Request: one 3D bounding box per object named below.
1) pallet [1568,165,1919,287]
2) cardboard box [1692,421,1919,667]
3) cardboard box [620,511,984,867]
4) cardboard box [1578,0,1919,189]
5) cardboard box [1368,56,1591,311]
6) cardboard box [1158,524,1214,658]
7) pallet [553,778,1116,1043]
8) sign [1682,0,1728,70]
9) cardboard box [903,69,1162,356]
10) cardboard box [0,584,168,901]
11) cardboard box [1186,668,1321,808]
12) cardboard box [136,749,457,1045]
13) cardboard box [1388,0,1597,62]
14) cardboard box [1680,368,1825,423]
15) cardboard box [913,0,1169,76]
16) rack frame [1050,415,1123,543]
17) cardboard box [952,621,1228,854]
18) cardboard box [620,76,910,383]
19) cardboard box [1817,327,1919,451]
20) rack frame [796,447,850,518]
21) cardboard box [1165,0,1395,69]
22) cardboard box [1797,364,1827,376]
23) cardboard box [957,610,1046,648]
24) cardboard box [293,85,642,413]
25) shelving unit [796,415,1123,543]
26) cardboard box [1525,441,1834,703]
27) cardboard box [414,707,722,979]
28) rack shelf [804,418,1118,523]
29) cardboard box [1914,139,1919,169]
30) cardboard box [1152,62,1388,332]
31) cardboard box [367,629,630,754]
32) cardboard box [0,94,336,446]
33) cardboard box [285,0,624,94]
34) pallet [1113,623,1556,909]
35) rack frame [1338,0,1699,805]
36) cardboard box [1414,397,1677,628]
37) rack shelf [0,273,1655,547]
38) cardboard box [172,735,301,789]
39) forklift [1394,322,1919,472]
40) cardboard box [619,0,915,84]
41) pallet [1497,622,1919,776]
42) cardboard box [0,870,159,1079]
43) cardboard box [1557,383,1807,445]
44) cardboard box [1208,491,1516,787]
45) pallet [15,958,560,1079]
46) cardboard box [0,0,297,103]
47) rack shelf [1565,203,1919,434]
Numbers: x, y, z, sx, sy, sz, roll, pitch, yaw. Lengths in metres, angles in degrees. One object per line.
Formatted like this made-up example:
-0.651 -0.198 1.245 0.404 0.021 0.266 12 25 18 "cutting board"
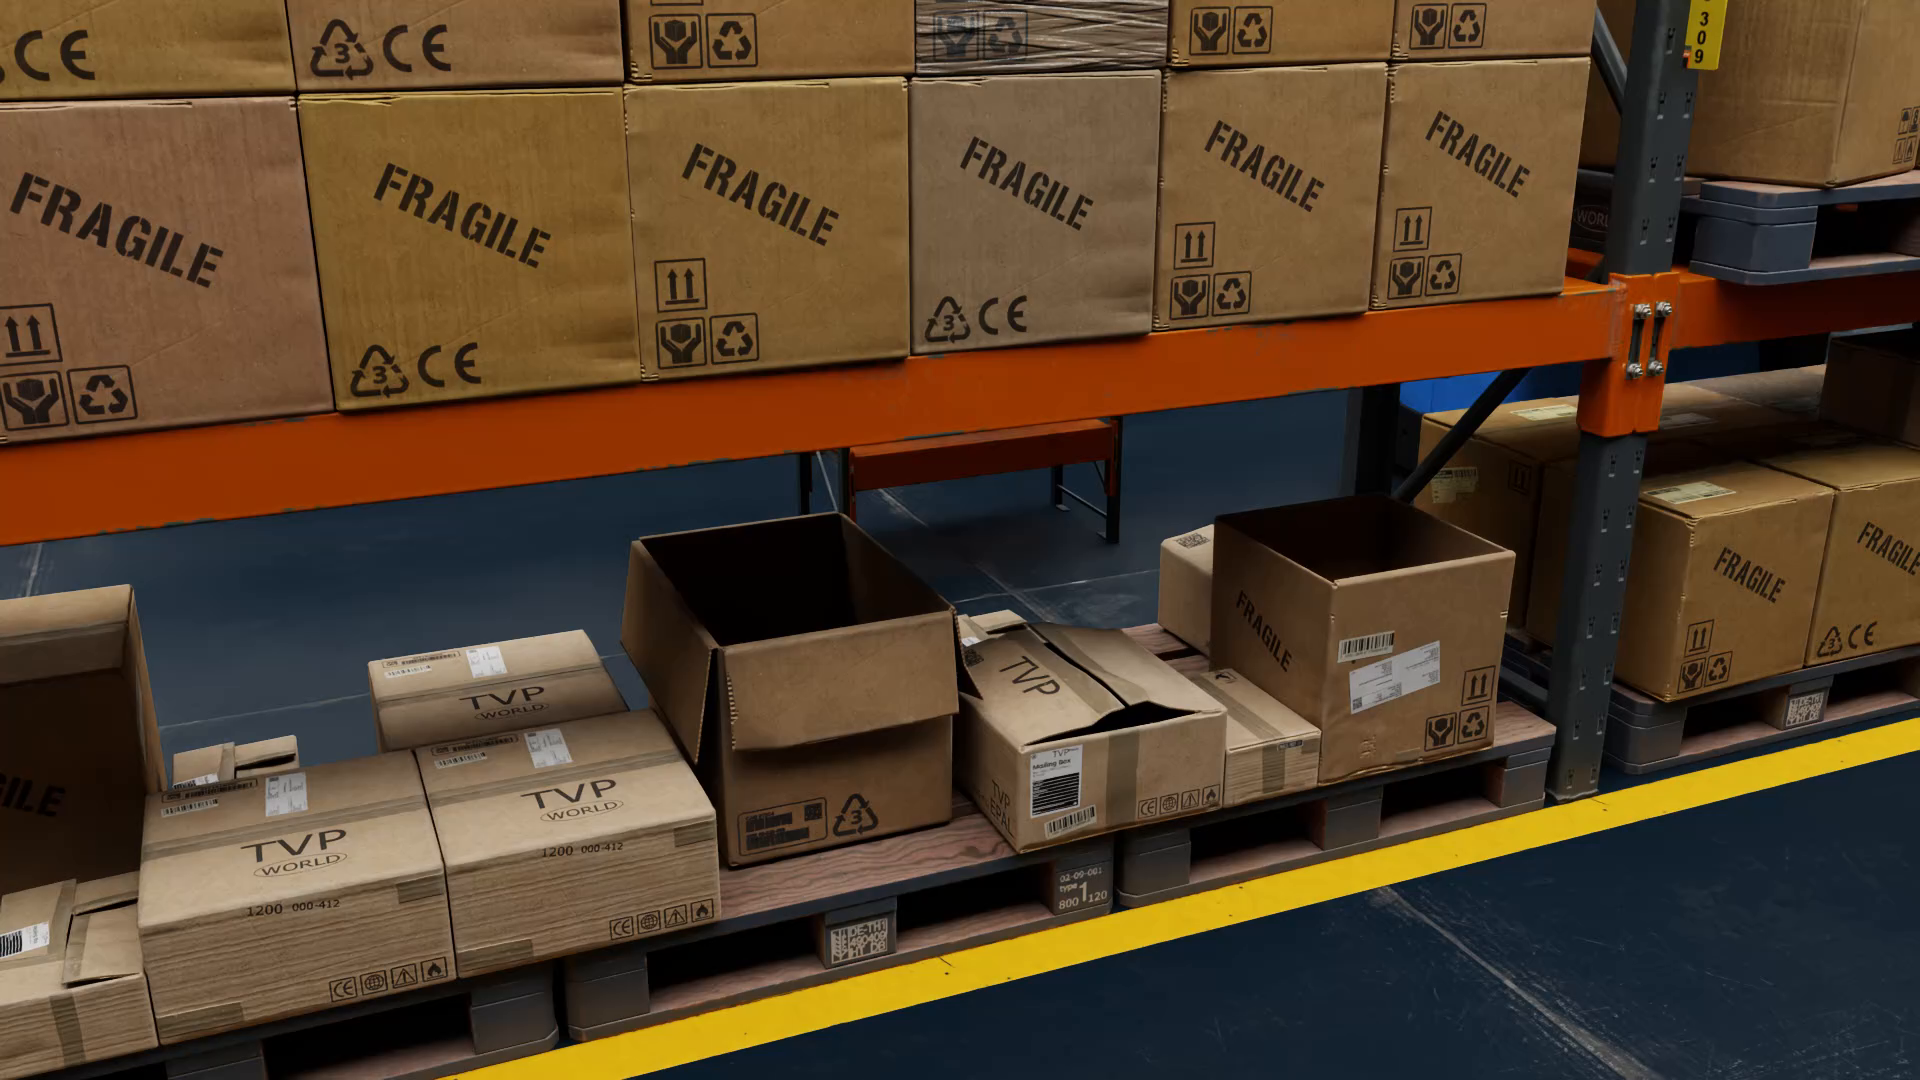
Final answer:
2.129 -0.896 4.339 1.213 0.211 1.003 -8 21 -22 "pallet"
2.378 -0.006 4.623 0.500 0.500 0.500 -8 21 -21 "cardboard box"
-0.371 0.304 3.738 0.637 0.503 0.797 -8 21 -22 "cardboard box"
1.876 -1.154 4.000 0.500 0.500 0.700 -17 26 -40 "cardboard box"
0.995 -0.818 3.677 0.500 0.500 0.500 -8 21 -21 "cardboard box"
0.881 0.136 4.507 0.500 0.311 0.500 -8 21 -22 "cardboard box"
-0.401 0.653 3.851 1.213 0.211 1.003 -8 21 -22 "pallet"
1.574 -1.158 3.492 0.005 0.325 0.100 -8 21 -22 "sign"
0.051 -0.681 3.289 0.500 0.500 0.500 -8 21 -21 "cardboard box"
-1.919 0.437 3.367 0.500 0.500 0.500 -8 21 -22 "cardboard box"
0.621 0.452 3.852 0.250 0.149 0.380 -8 21 -22 "cardboard box"
-1.250 0.650 3.136 0.500 0.250 0.500 -8 21 -22 "cardboard box"
0.990 -1.288 3.507 0.500 0.500 0.500 -8 21 -22 "cardboard box"
2.609 -0.224 5.242 0.500 0.500 0.500 -8 21 -21 "cardboard box"
0.058 -1.153 3.125 0.500 0.500 0.500 -8 21 -21 "cardboard box"
0.461 -0.597 6.023 0.032 1.125 0.500 -8 21 -22 "rack frame"
0.253 0.406 3.737 0.500 0.311 0.500 -8 21 -22 "cardboard box"
-0.416 -0.613 3.097 0.500 0.500 0.500 -8 21 -21 "cardboard box"
2.811 -0.418 4.663 0.500 0.250 0.500 -8 21 -22 "cardboard box"
-0.473 -0.463 5.643 0.032 1.125 0.500 -8 21 -22 "rack frame"
0.521 -1.220 3.313 0.500 0.500 0.500 -9 21 -23 "cardboard box"
3.076 -0.291 5.434 0.500 0.500 0.500 -9 21 -24 "cardboard box"
0.091 0.321 4.199 0.250 0.166 0.380 -8 21 -22 "cardboard box"
-0.875 -0.548 2.911 0.500 0.500 0.500 -8 21 -22 "cardboard box"
-0.006 -0.530 5.833 1.048 1.125 0.538 -8 21 -22 "shelving unit"
1.893 0.068 4.414 0.500 0.500 0.500 -9 21 -24 "cardboard box"
-0.791 0.585 3.323 0.500 0.250 0.500 -8 21 -22 "cardboard box"
-0.006 -0.299 5.914 1.000 0.278 0.538 -8 21 -22 "rack shelf"
2.482 -1.264 4.311 0.500 0.500 0.700 -5 20 -13 "cardboard box"
0.522 -0.749 3.483 0.500 0.500 0.500 -8 21 -20 "cardboard box"
-1.035 0.439 3.737 0.500 0.250 0.500 -8 21 -22 "cardboard box"
-1.337 -0.483 2.726 0.500 0.500 0.500 -8 21 -22 "cardboard box"
-0.871 -1.020 2.747 0.500 0.500 0.500 -8 21 -21 "cardboard box"
0.721 0.491 4.310 1.213 0.211 1.003 -8 21 -22 "pallet"
1.352 -0.914 4.103 0.127 3.000 1.000 -8 21 -22 "rack frame"
1.692 -0.095 4.877 0.500 0.500 0.500 -8 21 -22 "cardboard box"
-0.484 -0.312 3.475 4.000 0.370 1.077 -8 21 -22 "rack shelf"
-1.512 0.568 3.496 0.250 0.166 0.380 -8 21 -22 "cardboard box"
3.262 -1.698 6.431 3.031 2.935 1.130 -5 20 -15 "forklift"
-0.405 -1.087 2.938 0.500 0.500 0.500 -8 21 -22 "cardboard box"
2.084 0.282 4.902 1.213 0.211 1.003 -8 21 -22 "pallet"
-1.571 0.757 2.958 0.250 0.166 0.380 -8 21 -22 "cardboard box"
2.149 -0.158 5.055 0.500 0.500 0.500 -8 21 -22 "cardboard box"
0.941 0.219 3.986 0.500 0.500 0.500 -8 21 -22 "cardboard box"
-1.519 0.812 3.398 1.213 0.211 1.003 -8 21 -22 "pallet"
-1.332 -0.956 2.565 0.500 0.500 0.500 -8 21 -21 "cardboard box"
3.188 -0.838 4.969 4.000 0.370 1.077 -8 21 -22 "rack shelf"
